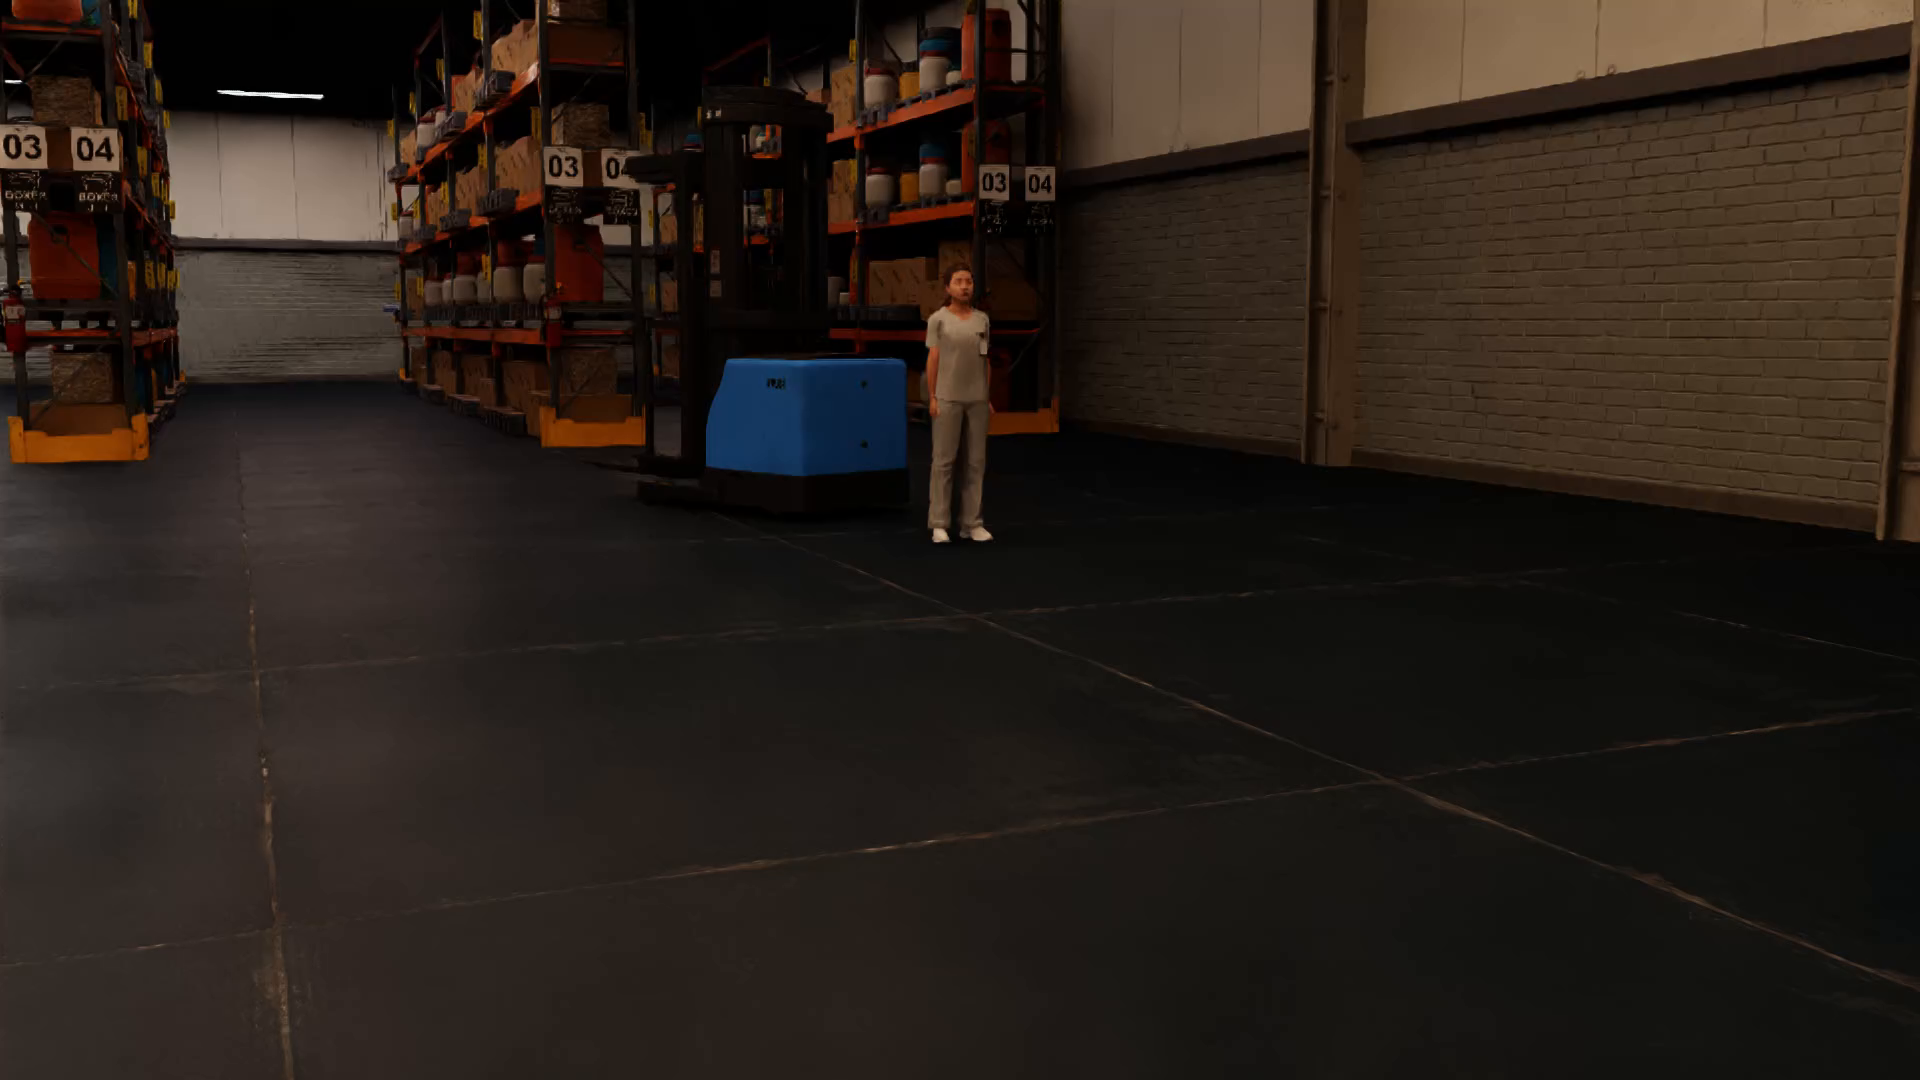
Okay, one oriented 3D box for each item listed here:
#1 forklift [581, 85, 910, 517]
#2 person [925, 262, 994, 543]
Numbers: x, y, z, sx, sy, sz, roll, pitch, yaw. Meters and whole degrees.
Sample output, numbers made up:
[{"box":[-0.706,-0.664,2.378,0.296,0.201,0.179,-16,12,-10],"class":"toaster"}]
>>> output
[{"box":[-1.731,-1.750,12.216,1.130,2.935,3.031,-7,10,-43],"class":"forklift"},{"box":[0.005,-0.828,10.037,0.432,1.673,0.365,-3,8,-23],"class":"person"}]
